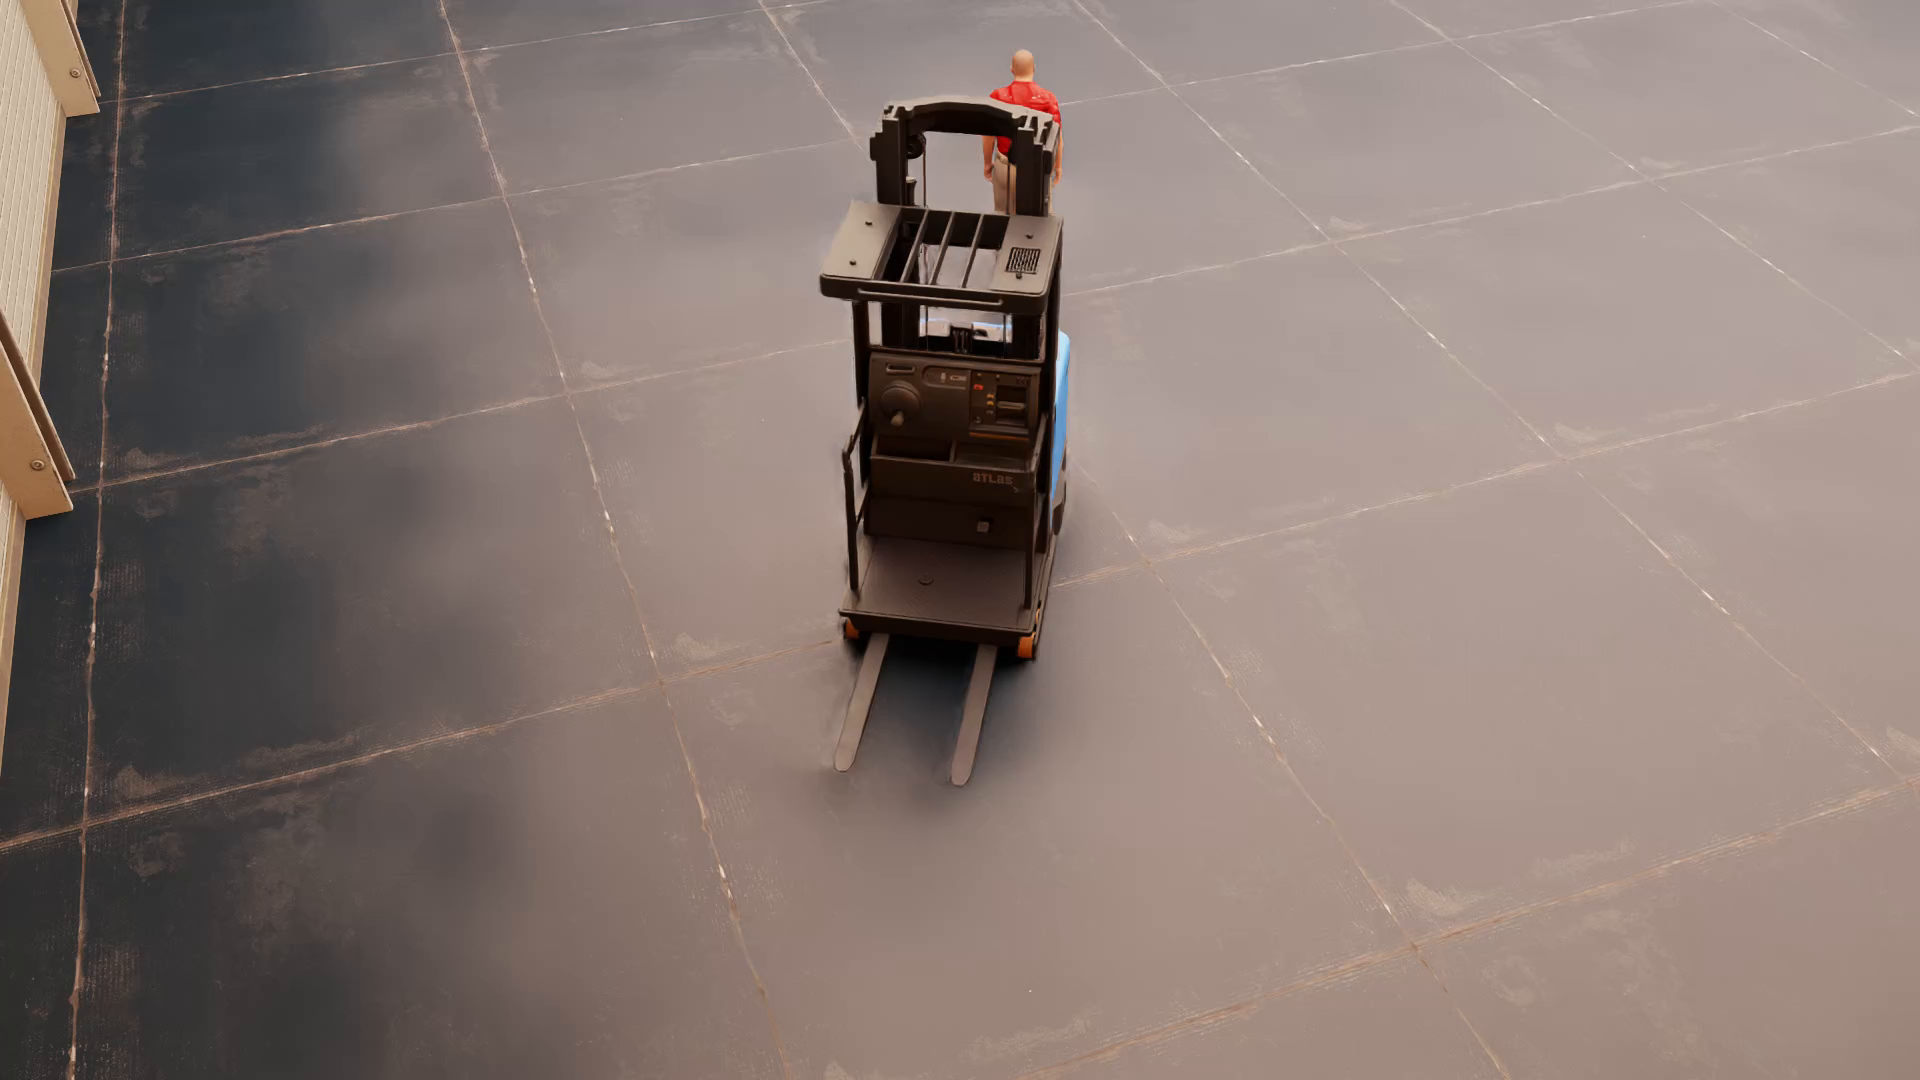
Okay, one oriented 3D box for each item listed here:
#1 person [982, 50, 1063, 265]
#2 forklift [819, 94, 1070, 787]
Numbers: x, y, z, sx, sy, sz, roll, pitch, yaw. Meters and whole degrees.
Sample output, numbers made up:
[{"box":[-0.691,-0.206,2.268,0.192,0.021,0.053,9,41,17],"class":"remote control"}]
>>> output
[{"box":[0.459,-2.741,12.198,0.585,1.726,0.396,5,40,6],"class":"person"},{"box":[-0.066,-0.697,8.827,1.130,2.935,3.031,6,40,7],"class":"forklift"}]
